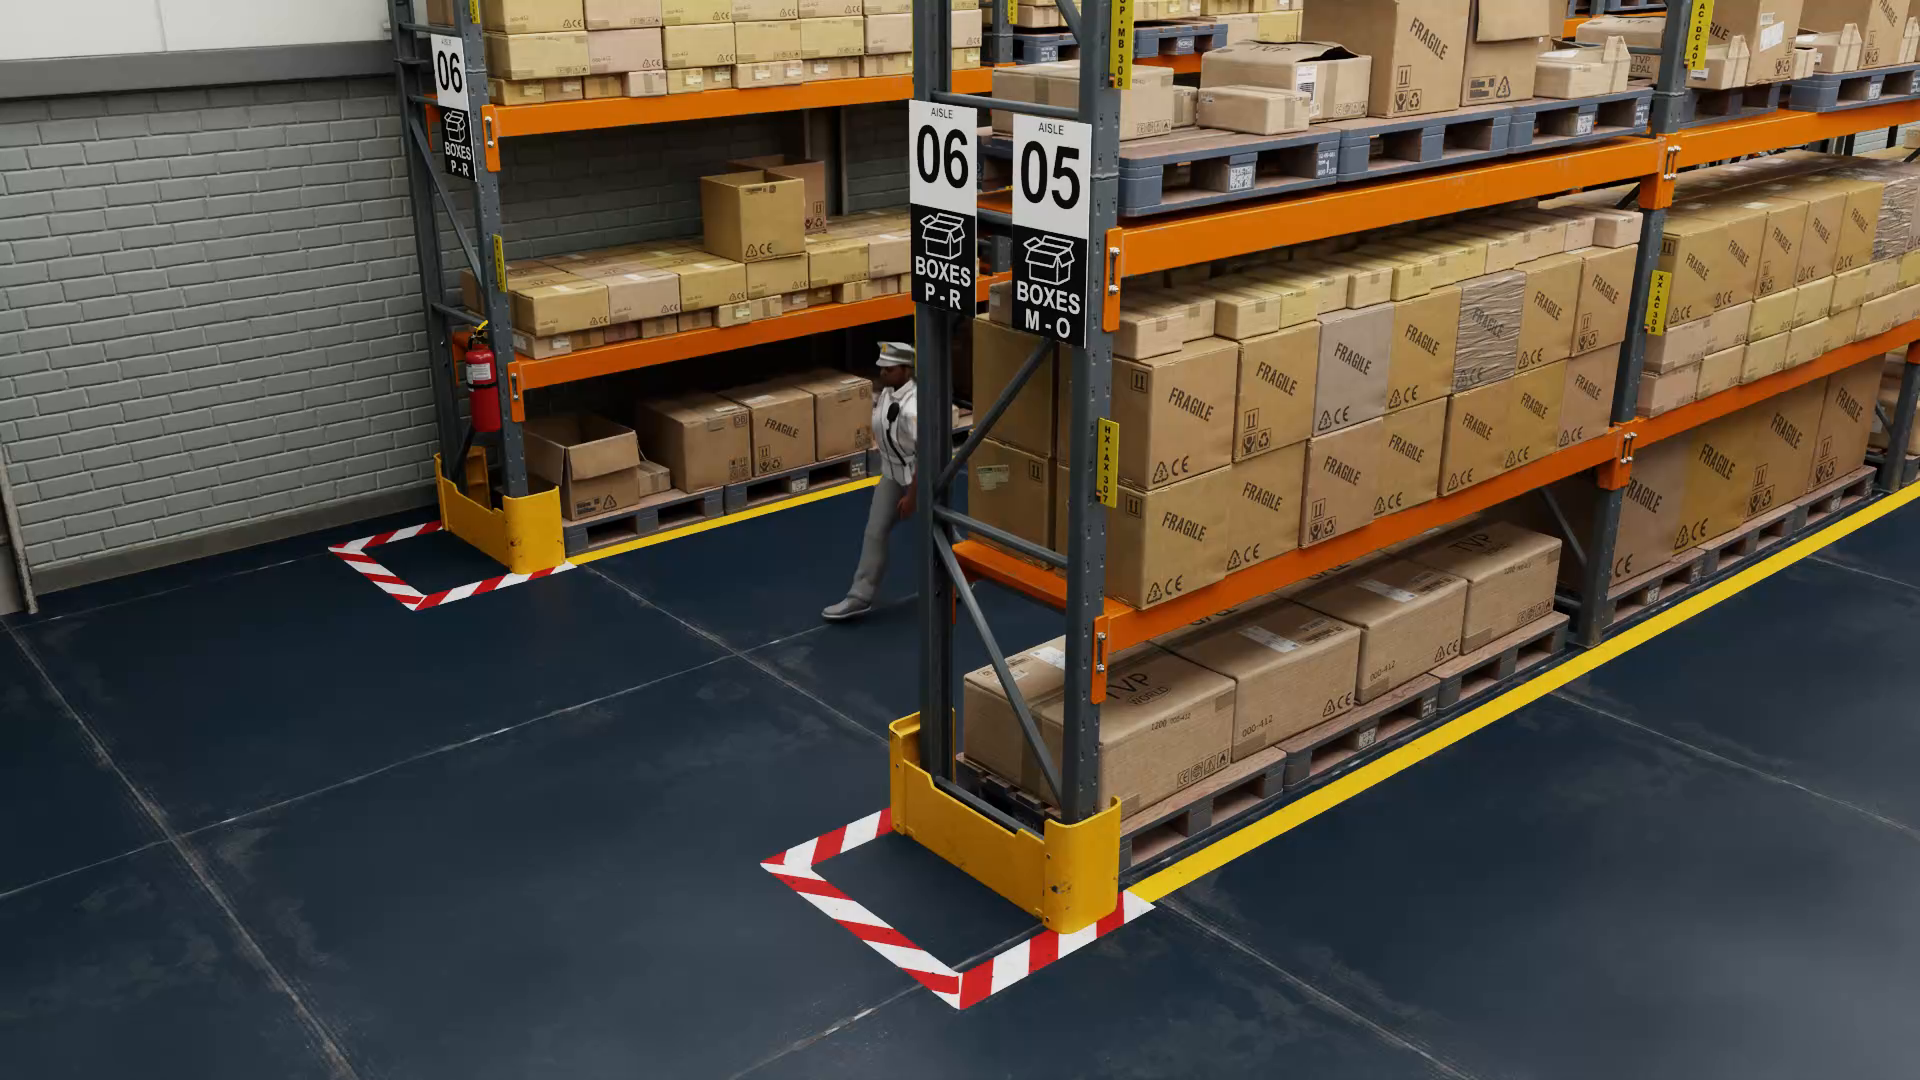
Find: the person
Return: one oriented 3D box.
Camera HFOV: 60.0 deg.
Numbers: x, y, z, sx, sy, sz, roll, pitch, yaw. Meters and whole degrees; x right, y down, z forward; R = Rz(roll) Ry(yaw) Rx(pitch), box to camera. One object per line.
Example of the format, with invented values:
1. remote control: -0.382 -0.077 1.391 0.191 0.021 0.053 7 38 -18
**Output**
1. person: -0.319 -0.352 9.447 0.959 1.617 0.440 -15 26 -35
